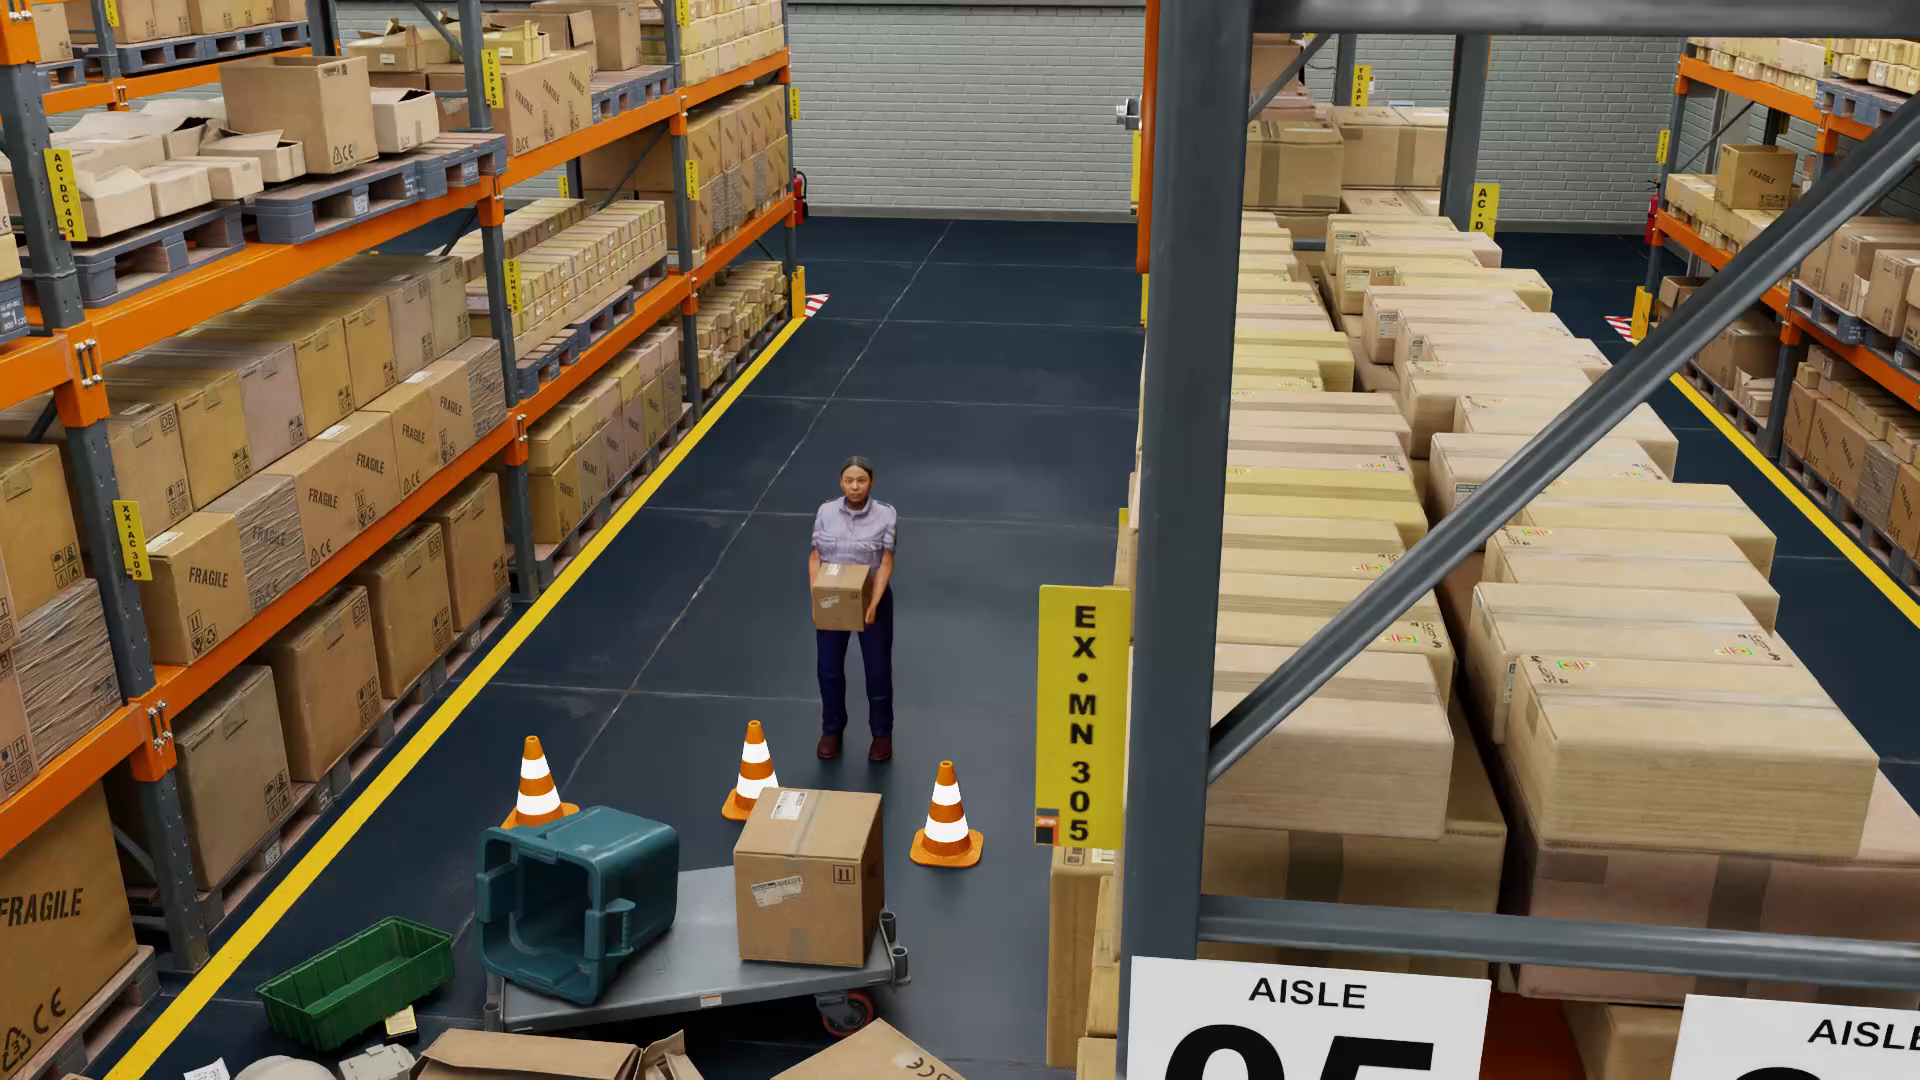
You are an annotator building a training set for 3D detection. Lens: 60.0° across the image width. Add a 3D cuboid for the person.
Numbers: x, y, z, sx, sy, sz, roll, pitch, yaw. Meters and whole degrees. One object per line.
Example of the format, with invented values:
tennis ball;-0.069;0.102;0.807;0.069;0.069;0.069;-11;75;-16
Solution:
person;-0.560;0.386;8.631;0.453;1.636;0.524;3;21;7
